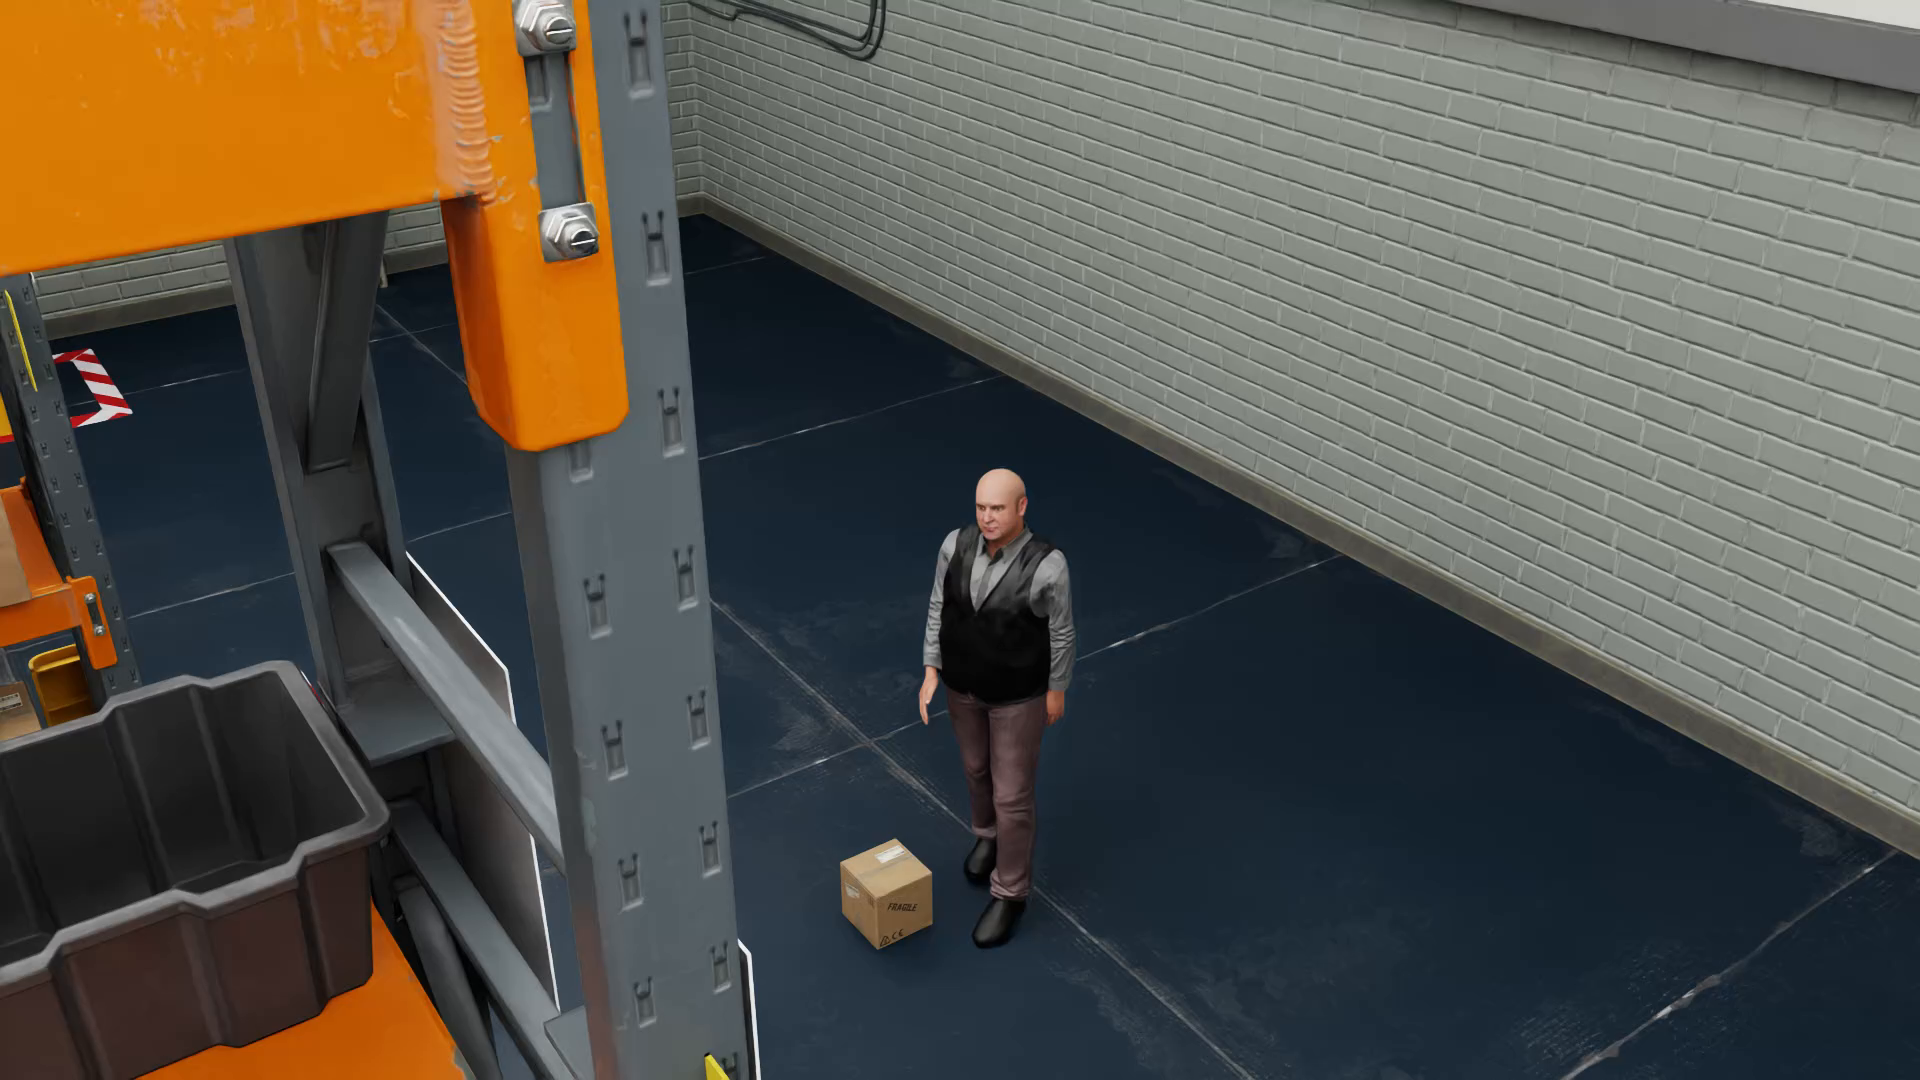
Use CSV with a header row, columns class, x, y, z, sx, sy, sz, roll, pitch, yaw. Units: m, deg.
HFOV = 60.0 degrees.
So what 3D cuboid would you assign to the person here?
class,x,y,z,sx,sy,sz,roll,pitch,yaw
person,0.084,0.586,6.054,0.546,1.734,0.602,17,33,29
